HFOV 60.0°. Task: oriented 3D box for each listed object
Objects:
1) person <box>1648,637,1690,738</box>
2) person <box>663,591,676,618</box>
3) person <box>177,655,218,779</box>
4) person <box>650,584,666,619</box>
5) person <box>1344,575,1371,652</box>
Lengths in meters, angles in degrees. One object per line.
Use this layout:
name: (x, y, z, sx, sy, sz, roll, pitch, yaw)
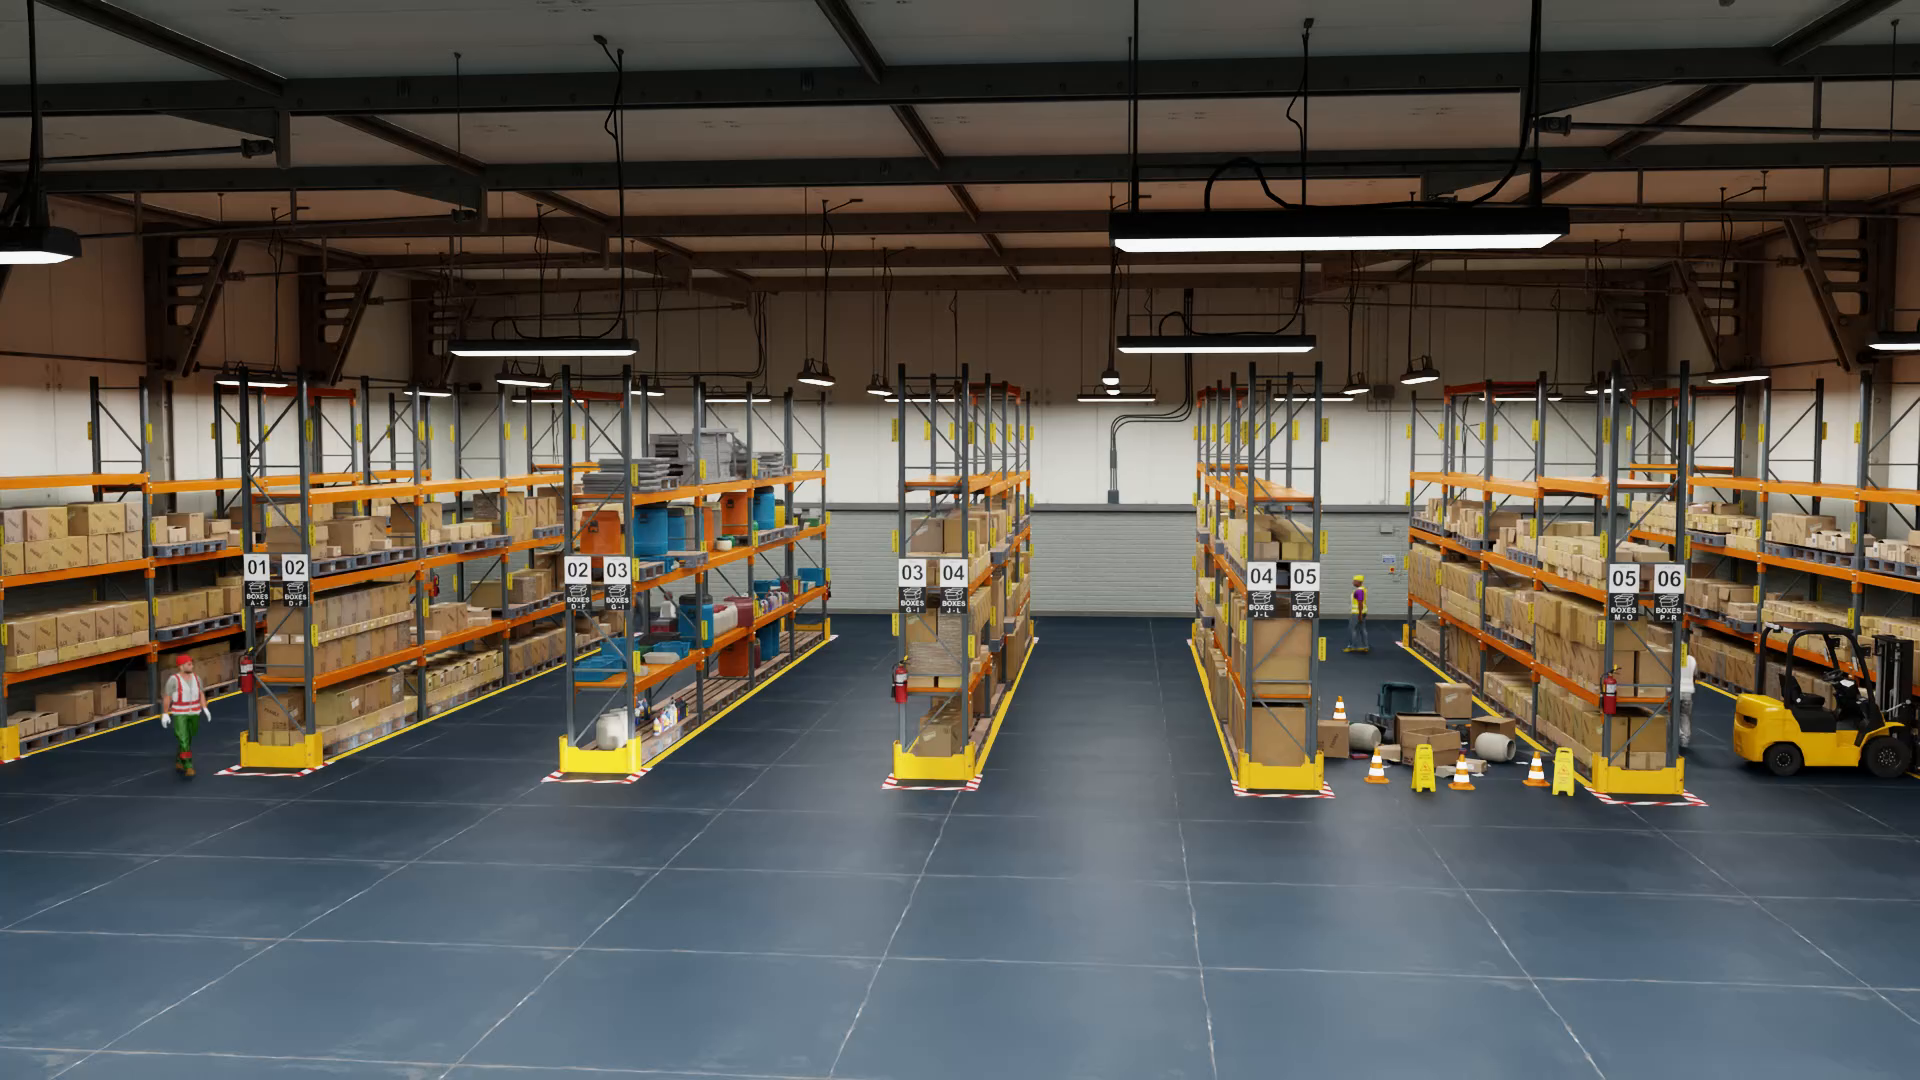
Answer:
person: (11.527, 2.424, 27.114, 0.531, 1.706, 1.013, -1, 4, -13)
person: (-6.290, 1.908, 36.059, 0.349, 1.631, 0.471, -1, 4, -20)
person: (-11.060, 2.549, 24.024, 0.497, 1.779, 0.505, 3, 5, 39)
person: (-7.607, 1.520, 41.924, 0.588, 1.579, 0.585, 2, 4, 23)
person: (9.083, 1.680, 38.005, 0.585, 1.763, 0.551, 0, 4, 6)
